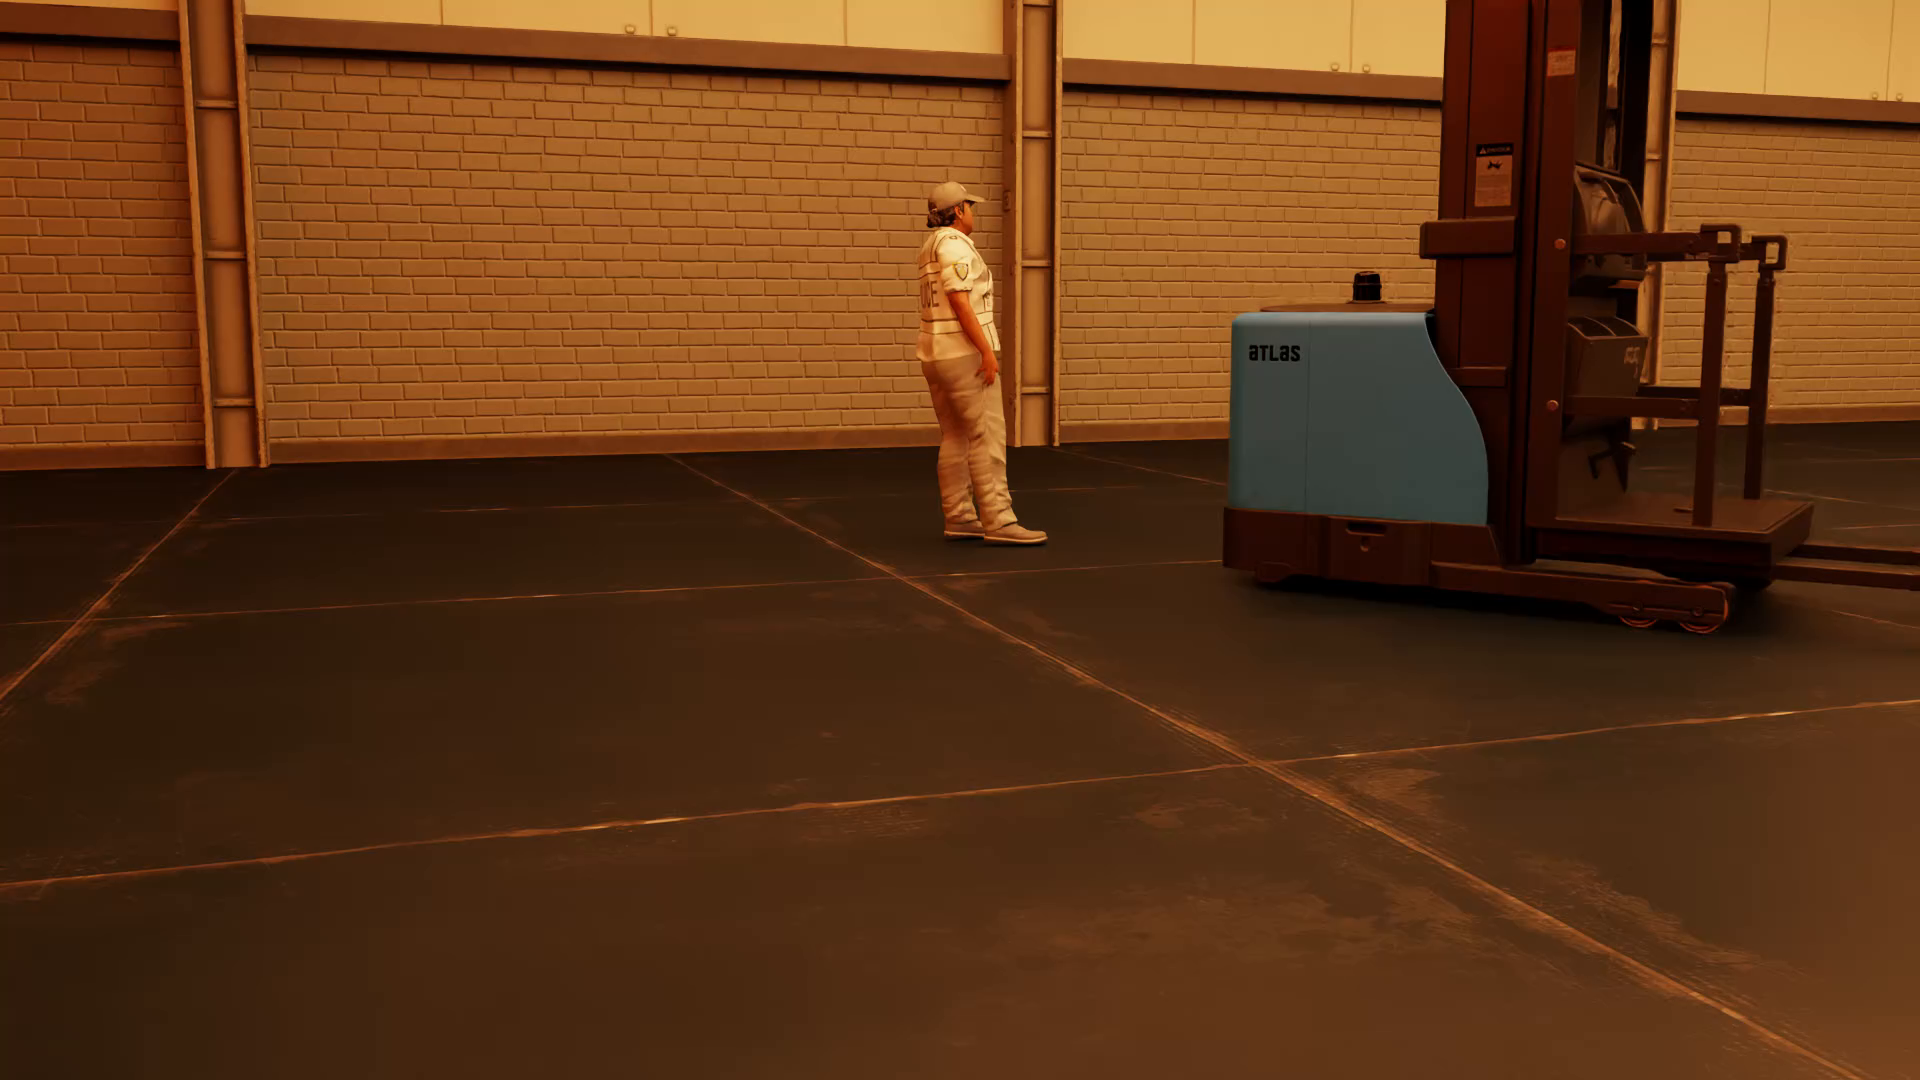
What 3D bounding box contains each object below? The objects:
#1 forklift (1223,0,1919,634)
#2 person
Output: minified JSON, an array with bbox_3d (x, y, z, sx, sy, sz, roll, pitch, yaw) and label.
[{"bbox_3d":[2.554,-1.217,5.998,3.031,2.935,1.130,5,9,34],"label":"forklift"},{"bbox_3d":[0.080,-0.834,7.813,0.529,1.670,0.598,-3,8,-18],"label":"person"}]
